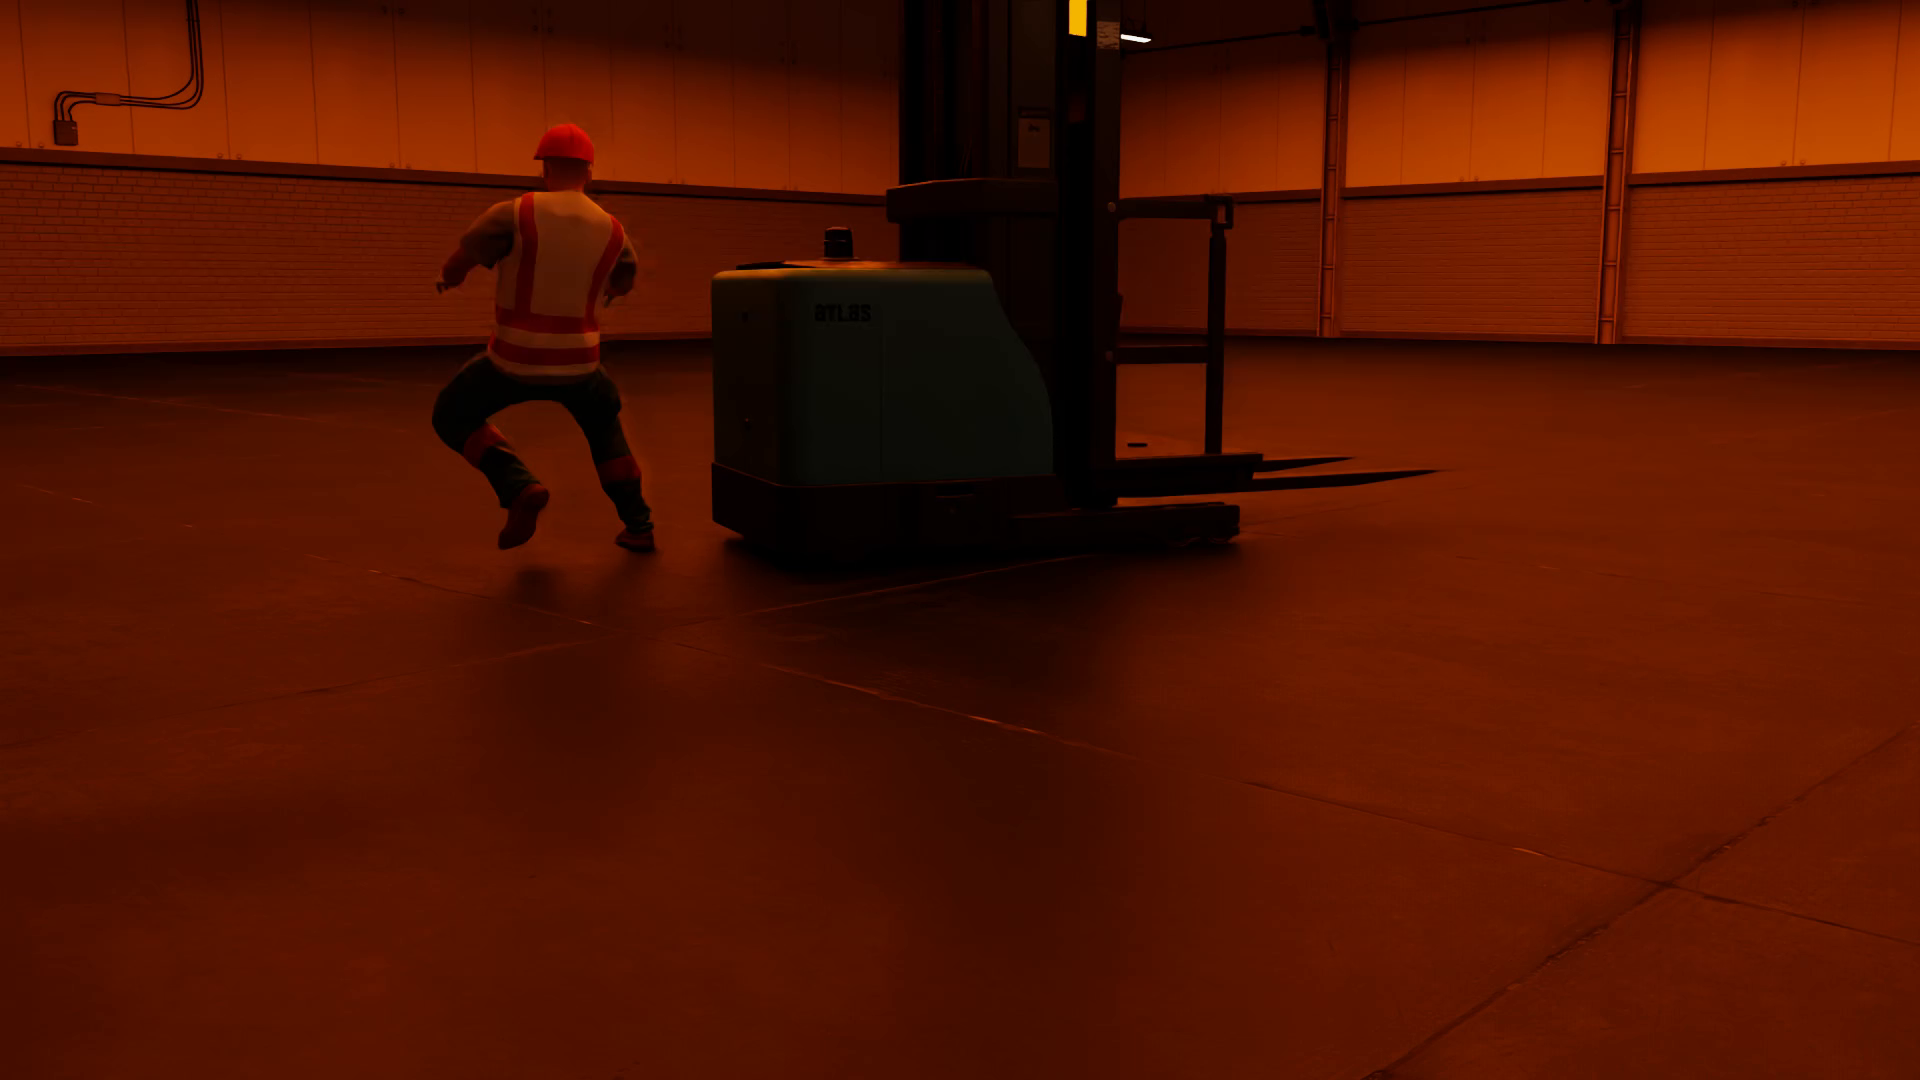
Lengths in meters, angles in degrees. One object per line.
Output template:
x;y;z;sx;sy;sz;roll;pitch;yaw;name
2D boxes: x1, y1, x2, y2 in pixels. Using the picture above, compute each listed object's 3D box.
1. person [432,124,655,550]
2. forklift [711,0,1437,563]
-1.553;-0.732;6.278;0.817;1.607;0.769;-6;10;-33;person
0.559;-1.486;6.742;3.031;2.935;1.130;-4;9;-23;forklift
